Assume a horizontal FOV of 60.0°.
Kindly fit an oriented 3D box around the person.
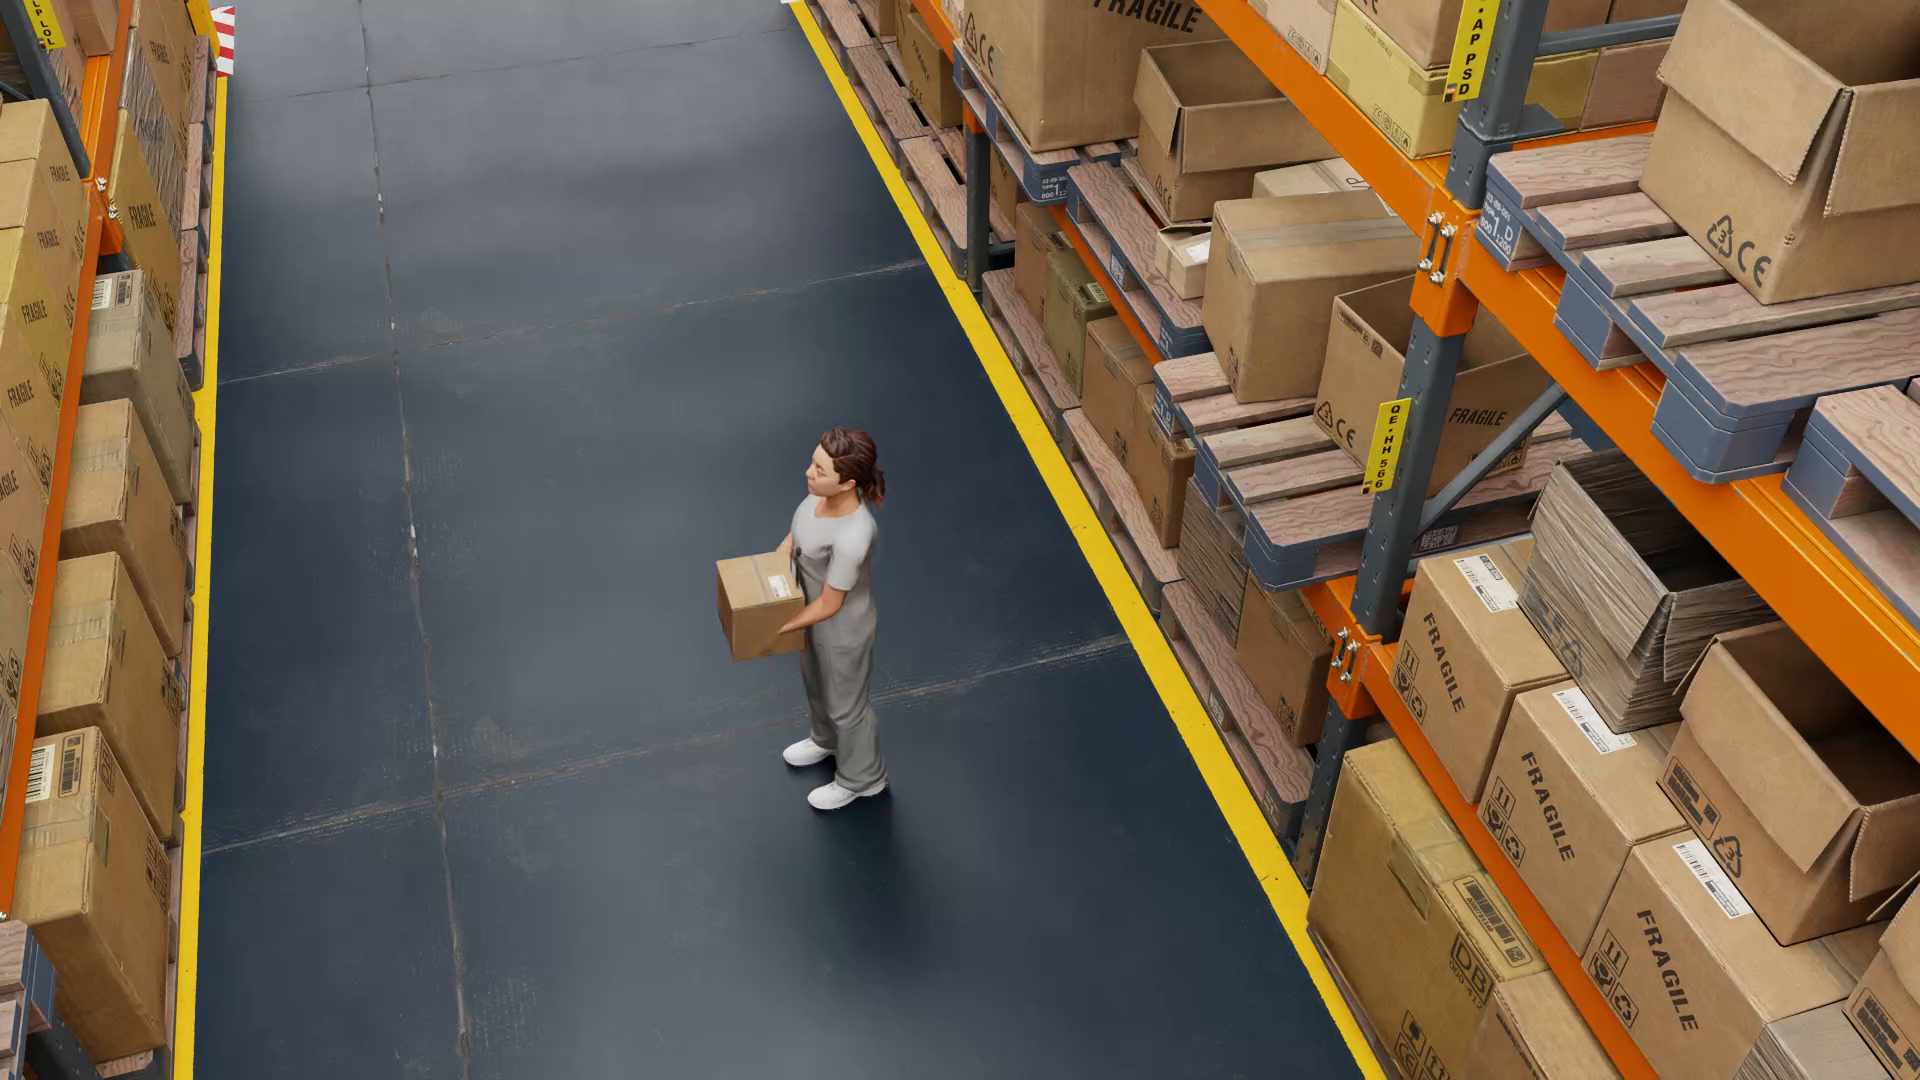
[{"bbox_3d":[-0.507,0.297,5.853,0.532,1.650,0.444,-10,43,-11],"label":"person"}]
